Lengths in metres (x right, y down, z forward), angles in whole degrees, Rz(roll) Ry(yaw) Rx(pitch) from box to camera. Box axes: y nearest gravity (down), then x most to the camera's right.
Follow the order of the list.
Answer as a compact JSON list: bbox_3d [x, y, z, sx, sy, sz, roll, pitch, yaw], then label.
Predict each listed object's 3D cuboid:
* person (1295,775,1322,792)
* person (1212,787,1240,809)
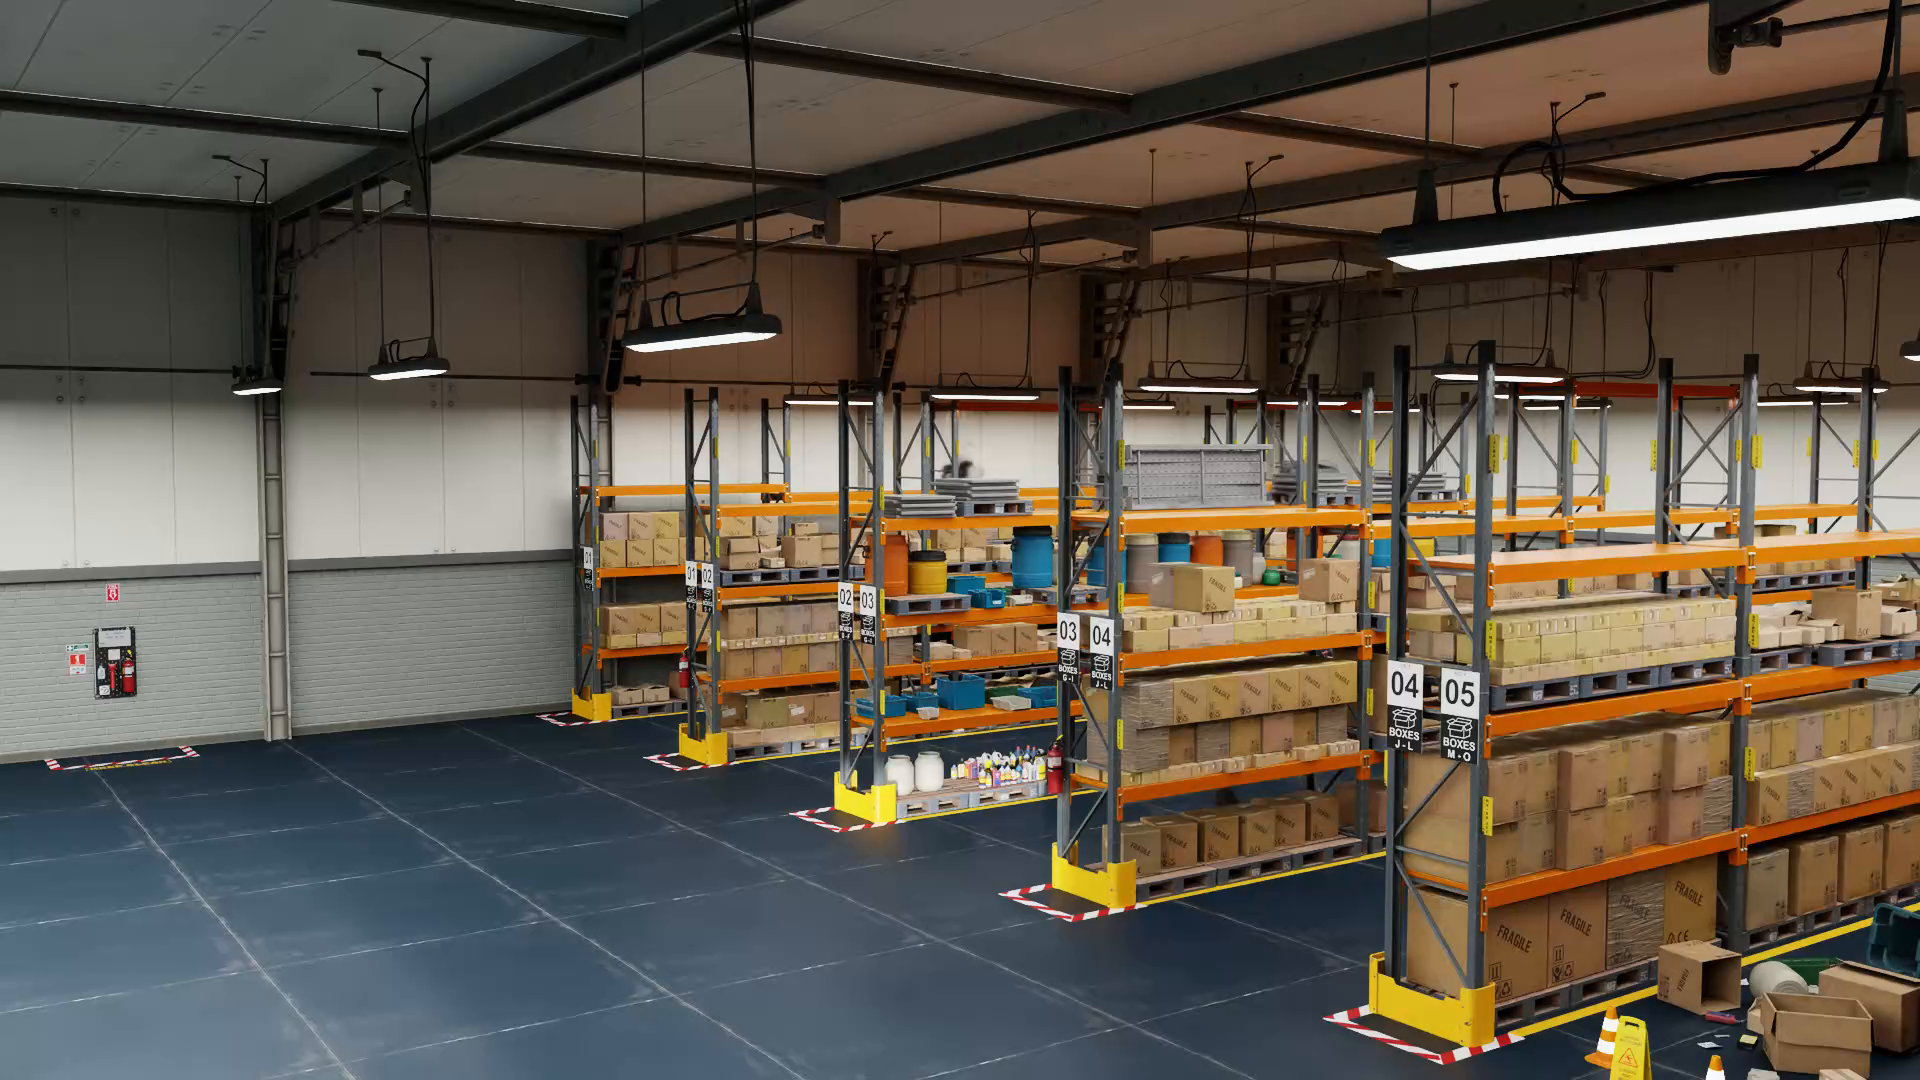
[{"bbox_3d":[4.821,2.901,23.195,0.749,1.801,0.731,-2,4,-32],"label":"person"},{"bbox_3d":[3.494,3.002,22.160,0.785,1.698,0.578,-3,4,-37],"label":"person"}]
